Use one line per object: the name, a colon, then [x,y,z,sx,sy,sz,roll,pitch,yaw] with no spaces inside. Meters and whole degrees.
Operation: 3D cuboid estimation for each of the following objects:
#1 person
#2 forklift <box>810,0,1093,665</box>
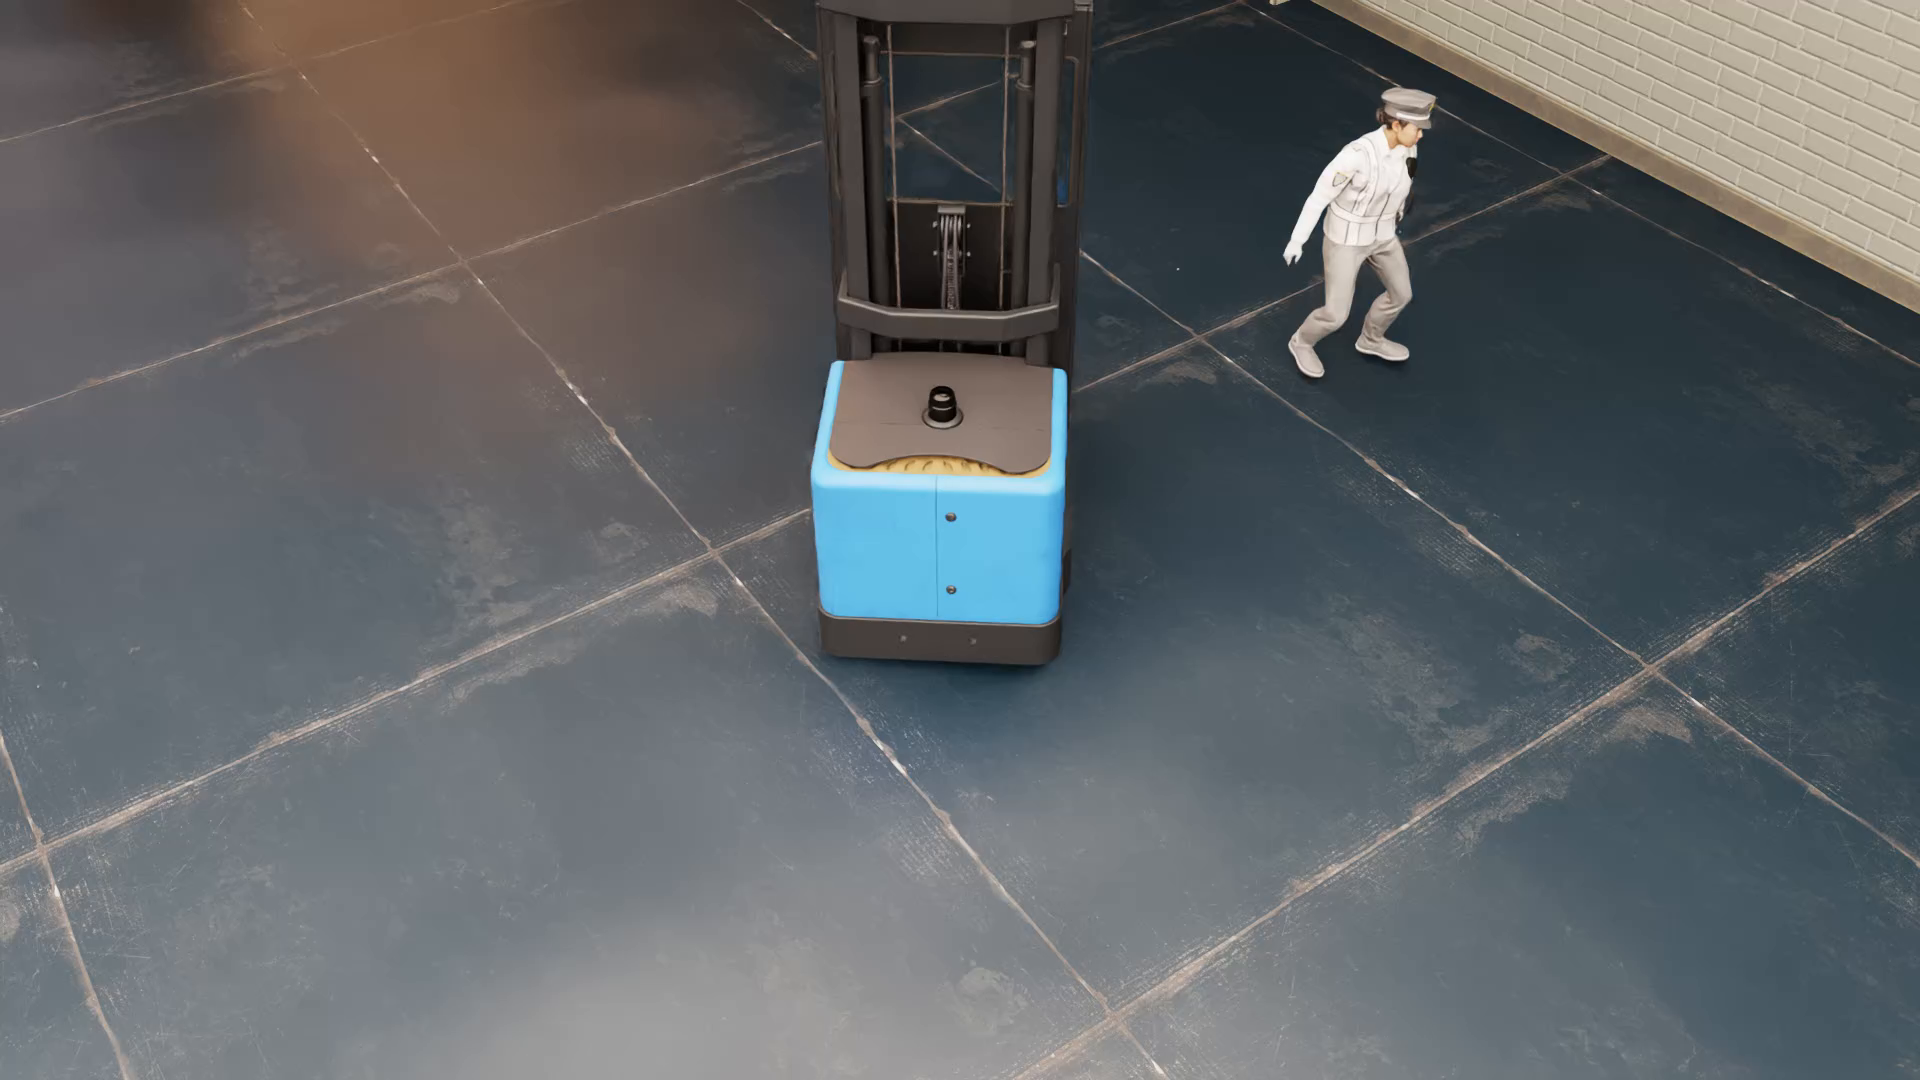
person: [1.992,-1.521,8.288,0.794,1.602,0.422,-18,46,-18]
forklift: [-0.008,-1.524,7.369,1.130,2.935,3.031,2,43,2]
